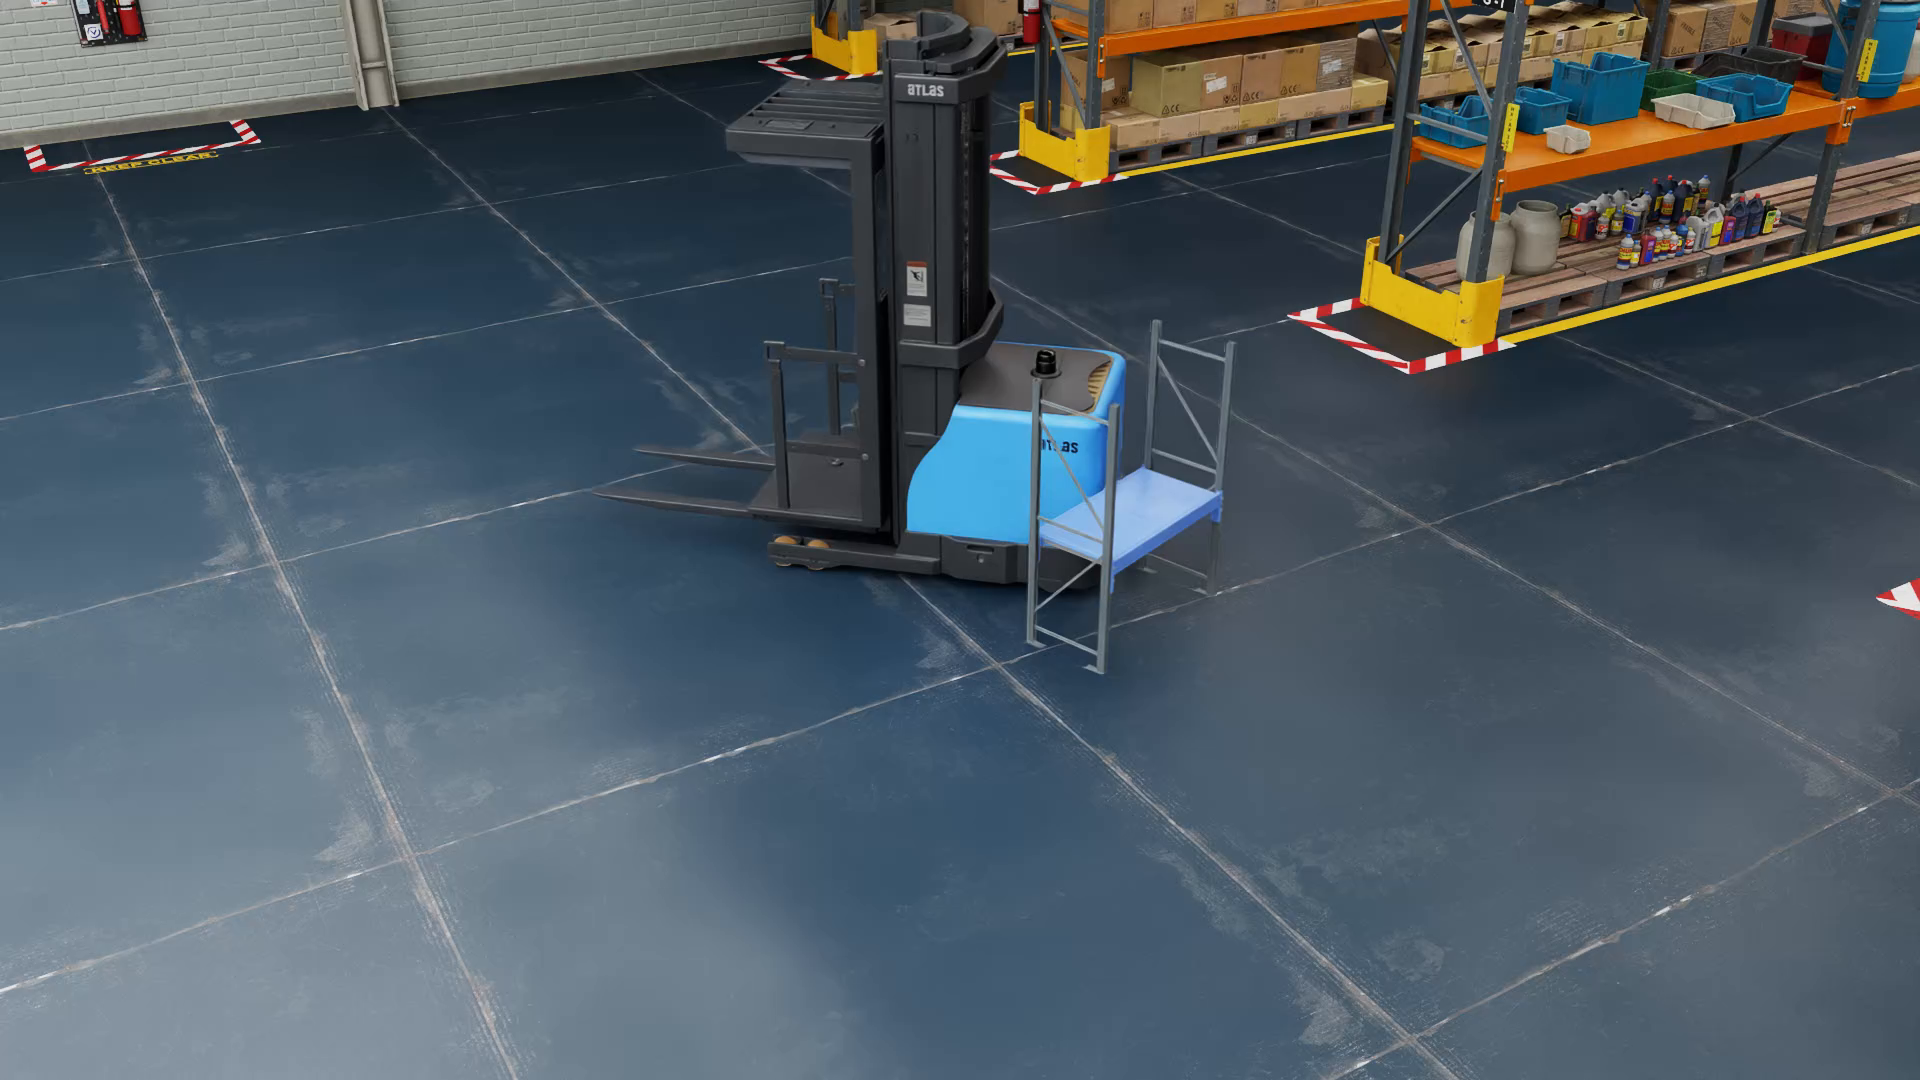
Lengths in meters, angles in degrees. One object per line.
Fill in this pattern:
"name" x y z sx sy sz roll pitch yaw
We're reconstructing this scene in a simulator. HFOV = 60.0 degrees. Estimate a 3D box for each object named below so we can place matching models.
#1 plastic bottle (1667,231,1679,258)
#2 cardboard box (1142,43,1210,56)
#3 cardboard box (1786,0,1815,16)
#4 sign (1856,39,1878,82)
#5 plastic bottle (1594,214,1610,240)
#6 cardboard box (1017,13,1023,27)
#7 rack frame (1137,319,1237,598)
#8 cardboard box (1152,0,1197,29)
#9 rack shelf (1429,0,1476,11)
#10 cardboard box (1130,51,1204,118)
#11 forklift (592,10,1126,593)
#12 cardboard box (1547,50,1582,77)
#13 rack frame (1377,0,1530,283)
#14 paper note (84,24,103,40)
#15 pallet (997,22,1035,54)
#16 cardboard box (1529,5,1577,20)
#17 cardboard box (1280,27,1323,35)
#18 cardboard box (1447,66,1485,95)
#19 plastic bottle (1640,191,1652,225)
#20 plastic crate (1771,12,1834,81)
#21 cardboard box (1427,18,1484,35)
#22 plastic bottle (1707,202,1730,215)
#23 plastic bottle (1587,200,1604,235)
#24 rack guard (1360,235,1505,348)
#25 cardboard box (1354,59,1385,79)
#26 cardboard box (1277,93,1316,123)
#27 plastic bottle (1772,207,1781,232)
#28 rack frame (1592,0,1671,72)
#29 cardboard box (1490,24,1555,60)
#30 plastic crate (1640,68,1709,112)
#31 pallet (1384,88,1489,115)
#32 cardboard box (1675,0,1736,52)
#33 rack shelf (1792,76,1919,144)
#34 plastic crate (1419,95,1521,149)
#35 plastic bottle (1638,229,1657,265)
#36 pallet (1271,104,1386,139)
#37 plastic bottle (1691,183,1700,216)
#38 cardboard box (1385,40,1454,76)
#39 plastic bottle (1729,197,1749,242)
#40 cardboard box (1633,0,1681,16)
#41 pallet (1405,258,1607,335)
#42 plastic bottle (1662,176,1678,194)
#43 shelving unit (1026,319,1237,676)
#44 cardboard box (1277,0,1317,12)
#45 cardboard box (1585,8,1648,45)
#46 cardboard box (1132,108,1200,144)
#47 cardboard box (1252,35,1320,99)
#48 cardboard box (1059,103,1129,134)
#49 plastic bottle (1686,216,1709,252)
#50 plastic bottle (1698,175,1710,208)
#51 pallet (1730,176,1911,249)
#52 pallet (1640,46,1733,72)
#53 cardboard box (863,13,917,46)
"plastic bottle" 5.733 -2.386 13.409 0.097 0.201 0.097 0 29 0
"cardboard box" 2.205 -4.850 17.070 0.500 0.500 0.500 -16 33 -26
"cardboard box" 10.241 -6.591 20.721 0.500 0.500 0.500 -15 32 -26
"sign" 7.263 -3.840 13.317 0.005 0.325 0.100 -16 33 -26
"plastic bottle" 5.336 -2.608 13.812 0.097 0.201 0.097 0 29 0
"cardboard box" 0.585 -6.639 21.171 0.250 0.149 0.380 -19 34 -30
"rack frame" 1.209 -0.421 8.961 0.500 1.500 0.032 22 36 35
"cardboard box" 1.898 -5.319 16.181 0.500 0.500 0.700 -15 32 -25
"rack shelf" 6.212 -6.190 18.606 4.000 0.370 1.077 -16 33 -26
"cardboard box" 2.044 -4.506 16.446 0.500 0.500 0.500 -16 33 -26
"forklift" -0.616 -1.353 9.168 3.031 2.935 1.130 6 30 11
"cardboard box" 6.728 -5.494 19.013 0.500 0.250 0.500 -15 32 -25
"rack frame" 3.545 -2.972 12.030 0.127 3.000 1.000 -16 33 -26
"paper note" -8.820 -5.172 16.930 0.142 0.148 0.016 -16 33 -26
"pallet" 0.360 -6.377 21.087 1.213 0.211 1.003 -16 33 -26
"cardboard box" 6.887 -6.082 19.497 0.500 0.311 0.500 -17 33 -28
"cardboard box" 3.502 -5.215 17.730 0.500 0.500 0.500 -16 33 -26
"cardboard box" 5.402 -5.115 18.325 0.500 0.250 0.500 -15 32 -25
"plastic bottle" 5.817 -2.826 14.135 0.097 0.271 0.097 0 29 0
"plastic crate" 7.256 -4.225 14.235 0.583 0.464 0.402 -16 33 -26
"cardboard box" 5.568 -5.710 18.823 0.500 0.311 0.500 -16 33 -26
"plastic bottle" 6.322 -2.682 13.868 0.135 0.276 0.152 -16 33 -26
"plastic bottle" 5.257 -2.688 13.880 0.135 0.276 0.152 -17 33 -28
"rack guard" 3.586 -1.915 12.703 0.348 0.500 1.175 -16 33 -26
"cardboard box" 4.698 -5.217 18.511 0.500 0.250 0.500 -16 33 -27
"cardboard box" 3.338 -4.544 17.290 0.500 0.250 0.500 -16 33 -26
"plastic bottle" 6.839 -2.700 13.978 0.097 0.201 0.097 0 29 0
"rack frame" 7.936 -6.994 19.319 0.127 3.000 1.000 -16 33 -26
"cardboard box" 6.295 -5.615 18.651 0.500 0.311 0.500 -15 32 -25
"plastic crate" 5.680 -3.643 13.466 0.662 0.188 0.450 -16 33 -26
"pallet" 5.103 -4.991 18.575 1.213 0.211 1.003 -16 33 -26
"cardboard box" 8.922 -6.215 20.040 0.500 0.500 0.500 -17 33 -28
"rack shelf" 8.718 -4.125 14.865 4.000 0.370 1.077 -16 33 -26
"plastic crate" 3.825 -3.154 12.514 0.616 0.251 0.499 -16 33 -26
"plastic bottle" 5.470 -2.337 13.236 0.133 0.283 0.061 -15 32 -26
"pallet" 3.780 -4.617 17.898 1.213 0.211 1.003 -16 33 -26
"plastic bottle" 6.286 -2.924 14.300 0.133 0.283 0.061 -16 33 -26
"cardboard box" 4.970 -5.238 17.968 0.500 0.311 0.500 -16 33 -26
"plastic bottle" 6.419 -2.659 13.750 0.185 0.351 0.144 -18 33 -29
"cardboard box" 8.623 -6.419 20.409 0.500 0.500 0.500 -15 32 -24
"pallet" 4.290 -1.986 13.129 1.213 0.211 1.003 -16 33 -26
"plastic bottle" 6.087 -2.959 14.293 0.185 0.351 0.144 -15 32 -25
"shelving unit" 0.880 -0.234 8.621 0.538 1.500 1.048 22 36 35
"cardboard box" 3.222 -5.695 16.861 0.500 0.500 0.700 -15 32 -26
"cardboard box" 7.609 -5.989 19.328 0.500 0.311 0.500 -15 32 -25
"cardboard box" 2.043 -4.178 16.628 0.500 0.250 0.500 -16 33 -26
"cardboard box" 3.332 -4.877 17.118 0.500 0.500 0.500 -16 33 -26
"cardboard box" 1.351 -4.270 16.795 0.500 0.250 0.500 -16 33 -26
"plastic bottle" 5.998 -2.509 13.555 0.135 0.276 0.152 -15 32 -25
"plastic bottle" 6.497 -3.053 14.547 0.097 0.271 0.097 0 29 0
"pallet" 7.651 -2.938 14.856 1.213 0.211 1.003 -16 33 -26
"pallet" 8.599 -5.940 20.296 1.213 0.211 1.003 -16 33 -26
"cardboard box" -0.832 -6.246 20.291 0.500 0.311 0.500 -20 35 -32
